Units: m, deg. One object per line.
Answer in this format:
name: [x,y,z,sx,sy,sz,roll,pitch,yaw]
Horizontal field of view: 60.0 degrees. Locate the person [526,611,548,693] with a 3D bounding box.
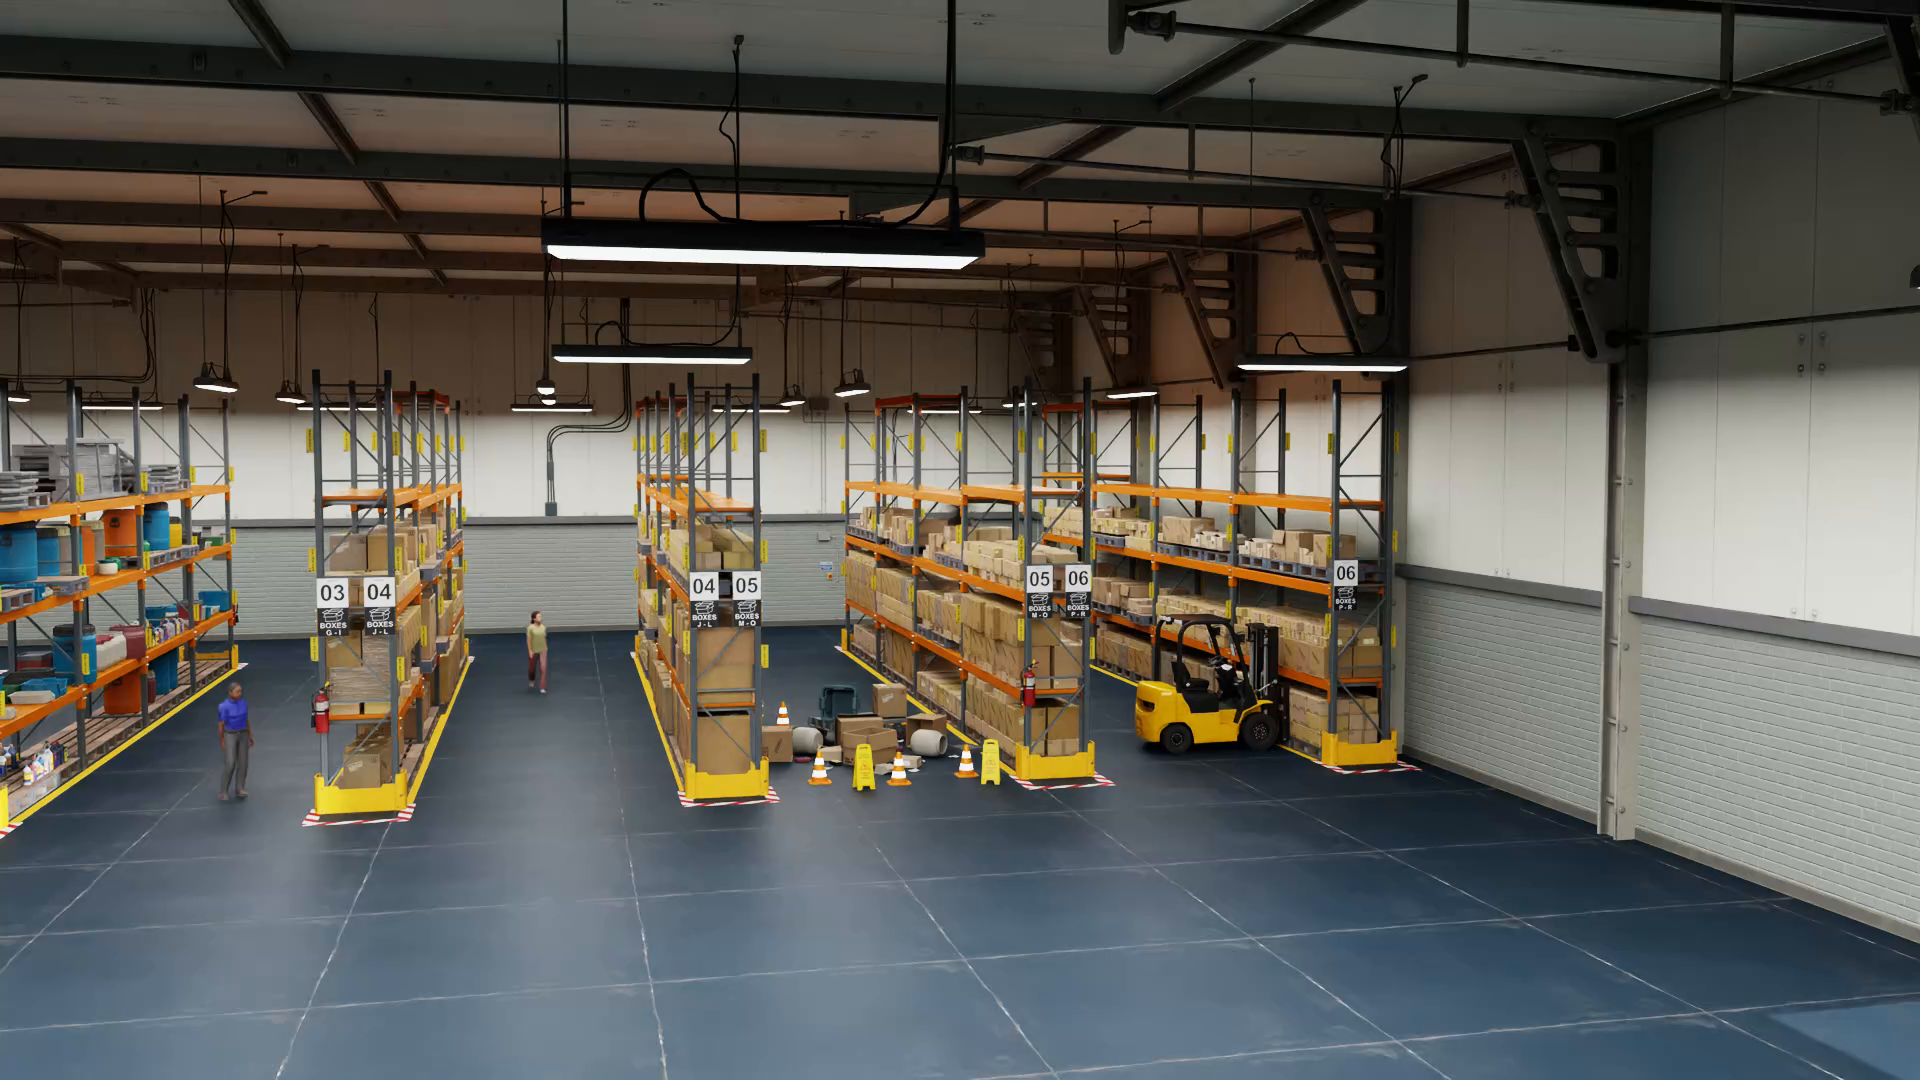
person: [-8.522,2.243,33.511,0.424,1.625,0.840,-1,3,-16]

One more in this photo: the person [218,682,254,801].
person: [-10.269,2.859,23.539,0.340,1.721,0.532,2,4,30]
